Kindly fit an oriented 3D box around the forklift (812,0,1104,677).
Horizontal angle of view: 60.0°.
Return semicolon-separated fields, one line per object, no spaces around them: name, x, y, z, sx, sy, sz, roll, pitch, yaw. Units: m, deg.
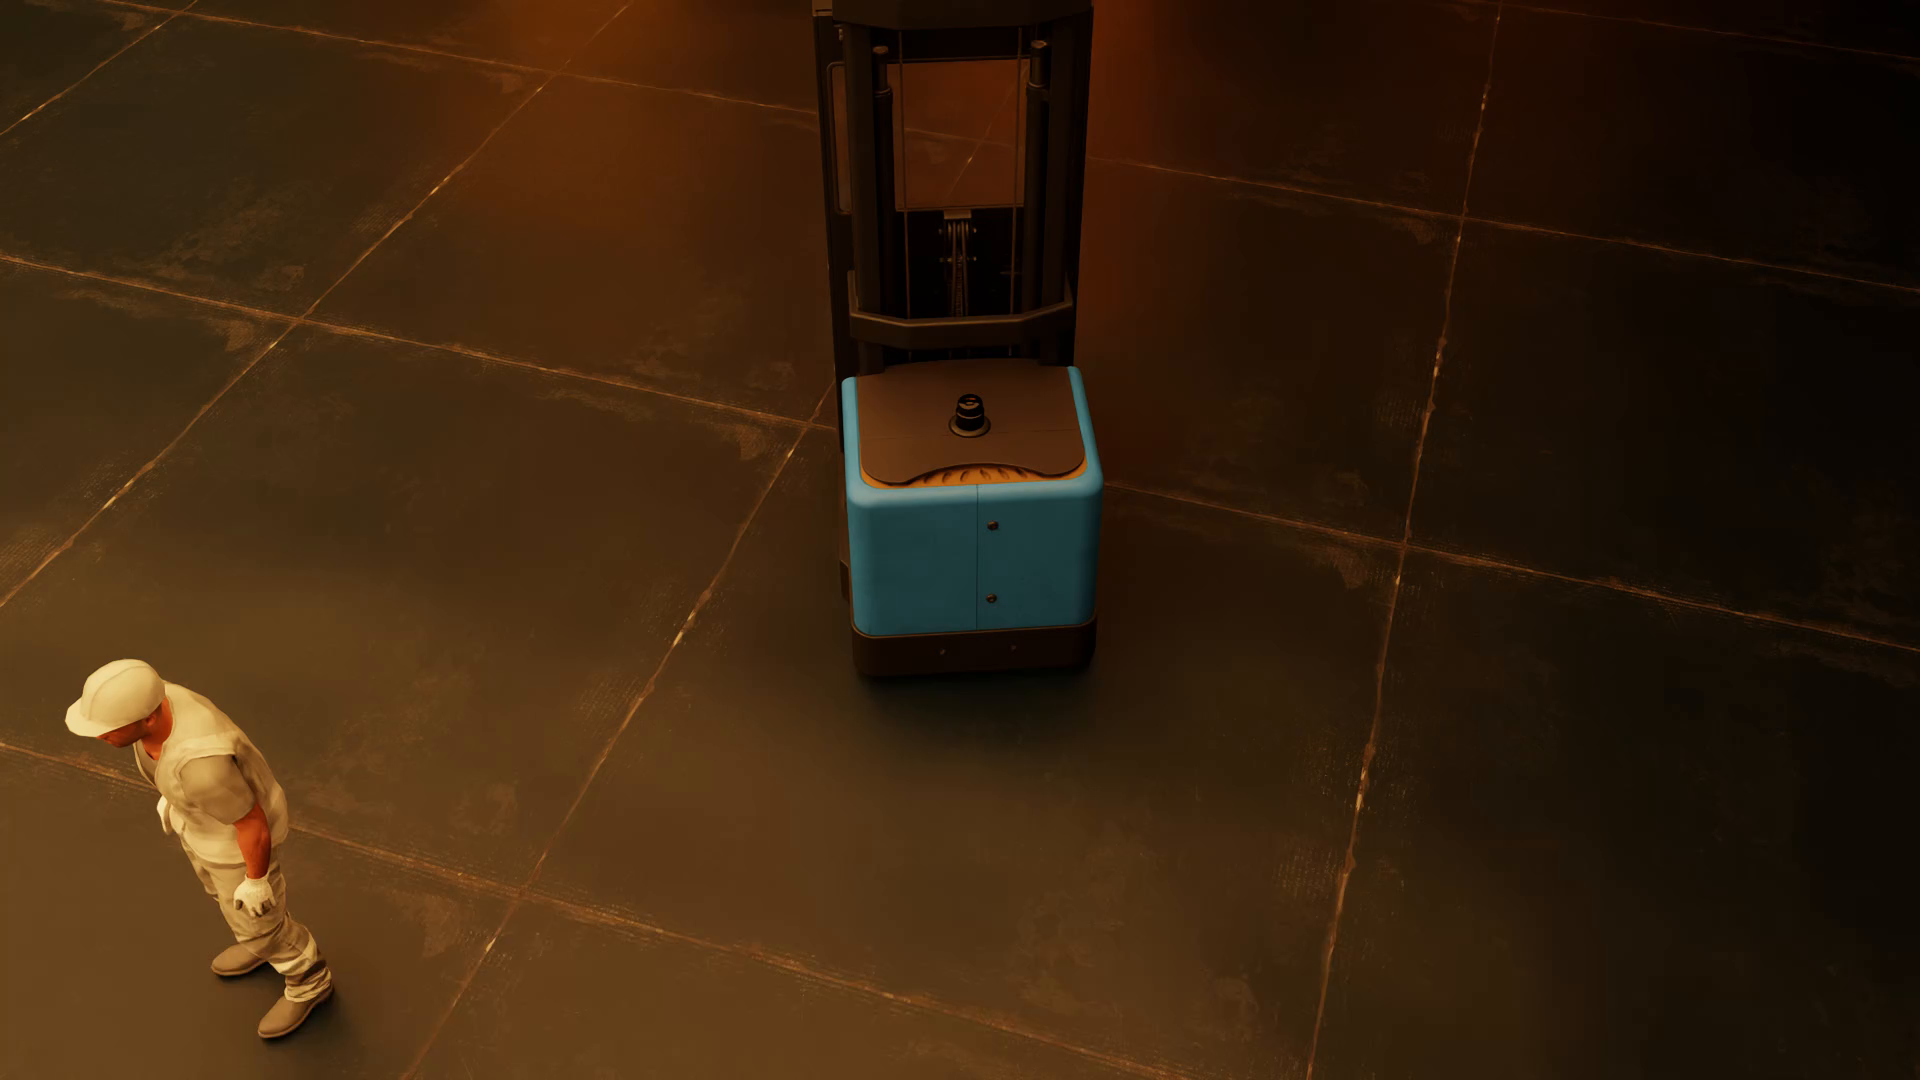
forklift;-0.048;-1.486;7.287;1.130;2.935;3.031;-3;43;-3

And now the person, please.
person;-2.448;0.987;5.477;0.616;1.778;0.453;33;52;30
